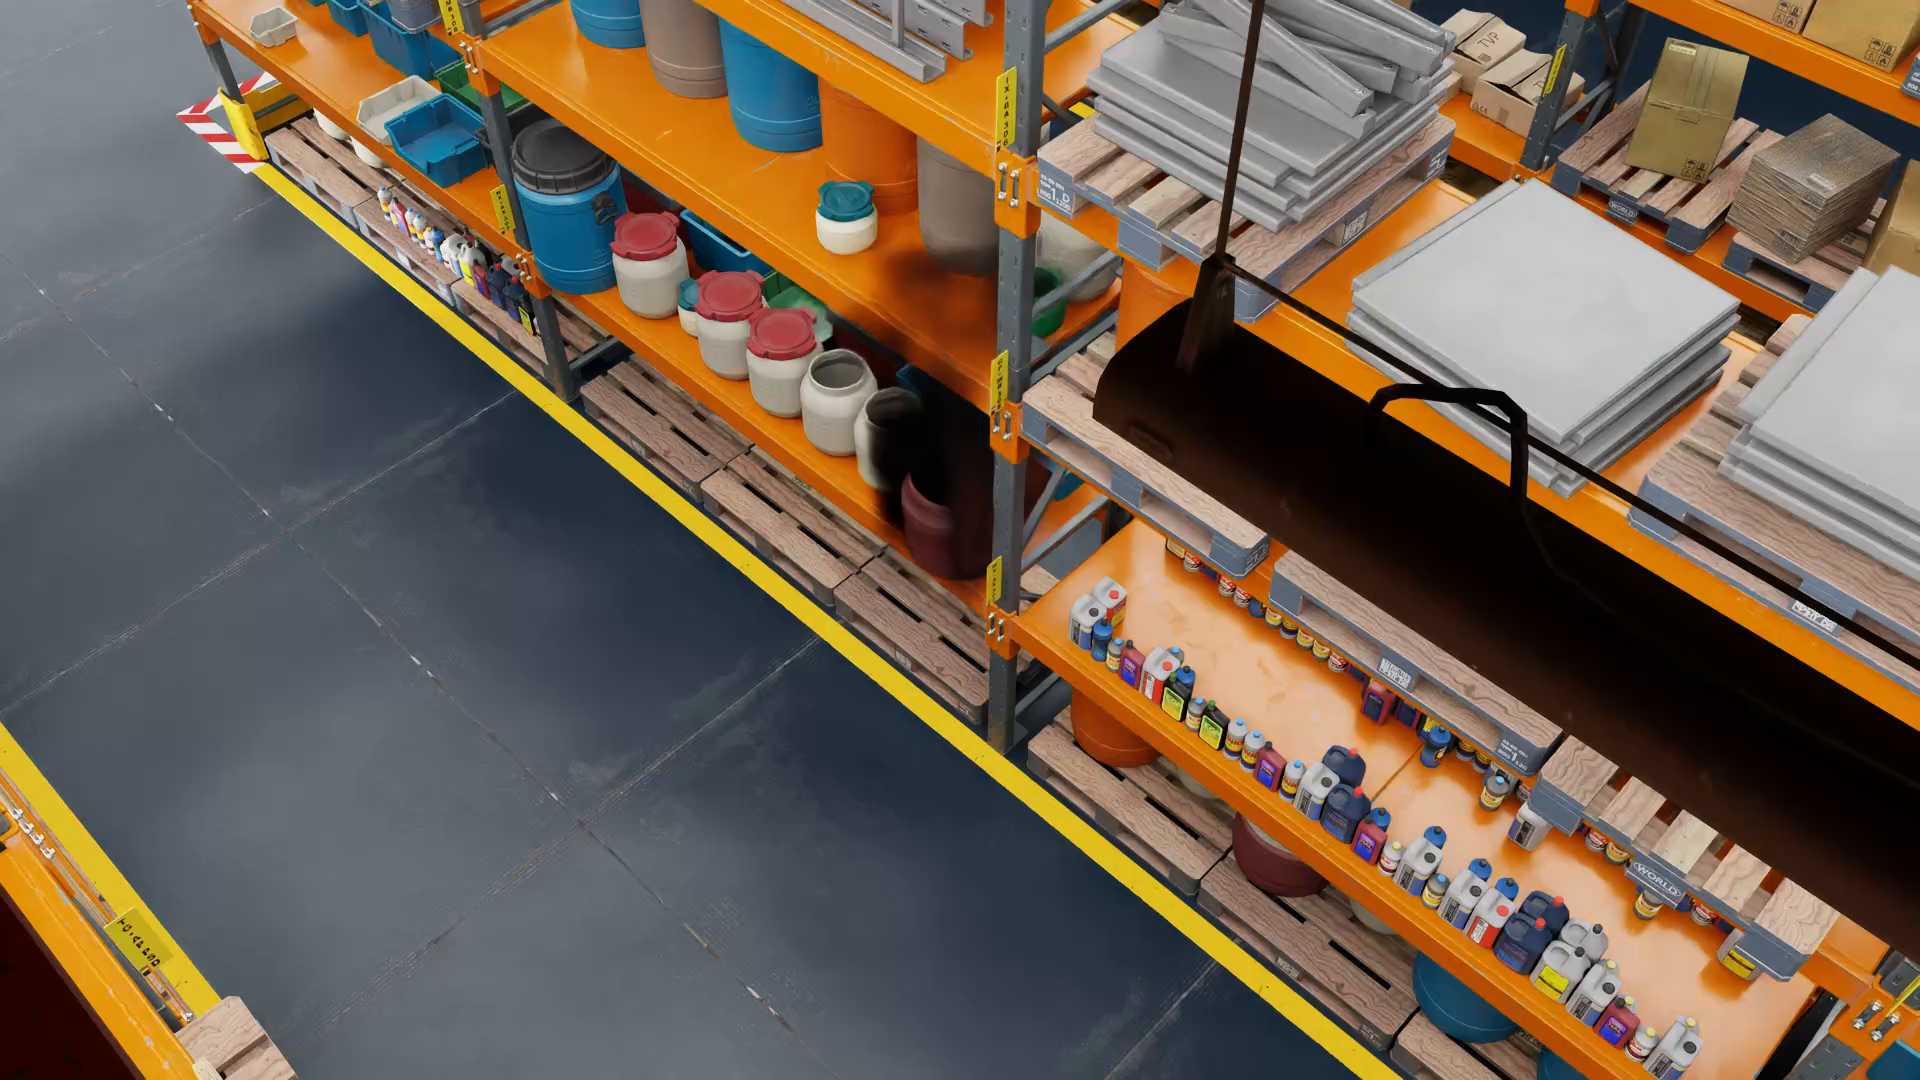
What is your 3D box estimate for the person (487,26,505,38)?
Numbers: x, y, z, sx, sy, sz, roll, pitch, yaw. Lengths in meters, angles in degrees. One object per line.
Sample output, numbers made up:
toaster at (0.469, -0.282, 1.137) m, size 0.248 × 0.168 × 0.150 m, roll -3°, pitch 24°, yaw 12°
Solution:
person at (-3.908, -4.541, 13.132) m, size 0.657 × 1.615 × 0.582 m, roll 28°, pitch 55°, yaw 21°
